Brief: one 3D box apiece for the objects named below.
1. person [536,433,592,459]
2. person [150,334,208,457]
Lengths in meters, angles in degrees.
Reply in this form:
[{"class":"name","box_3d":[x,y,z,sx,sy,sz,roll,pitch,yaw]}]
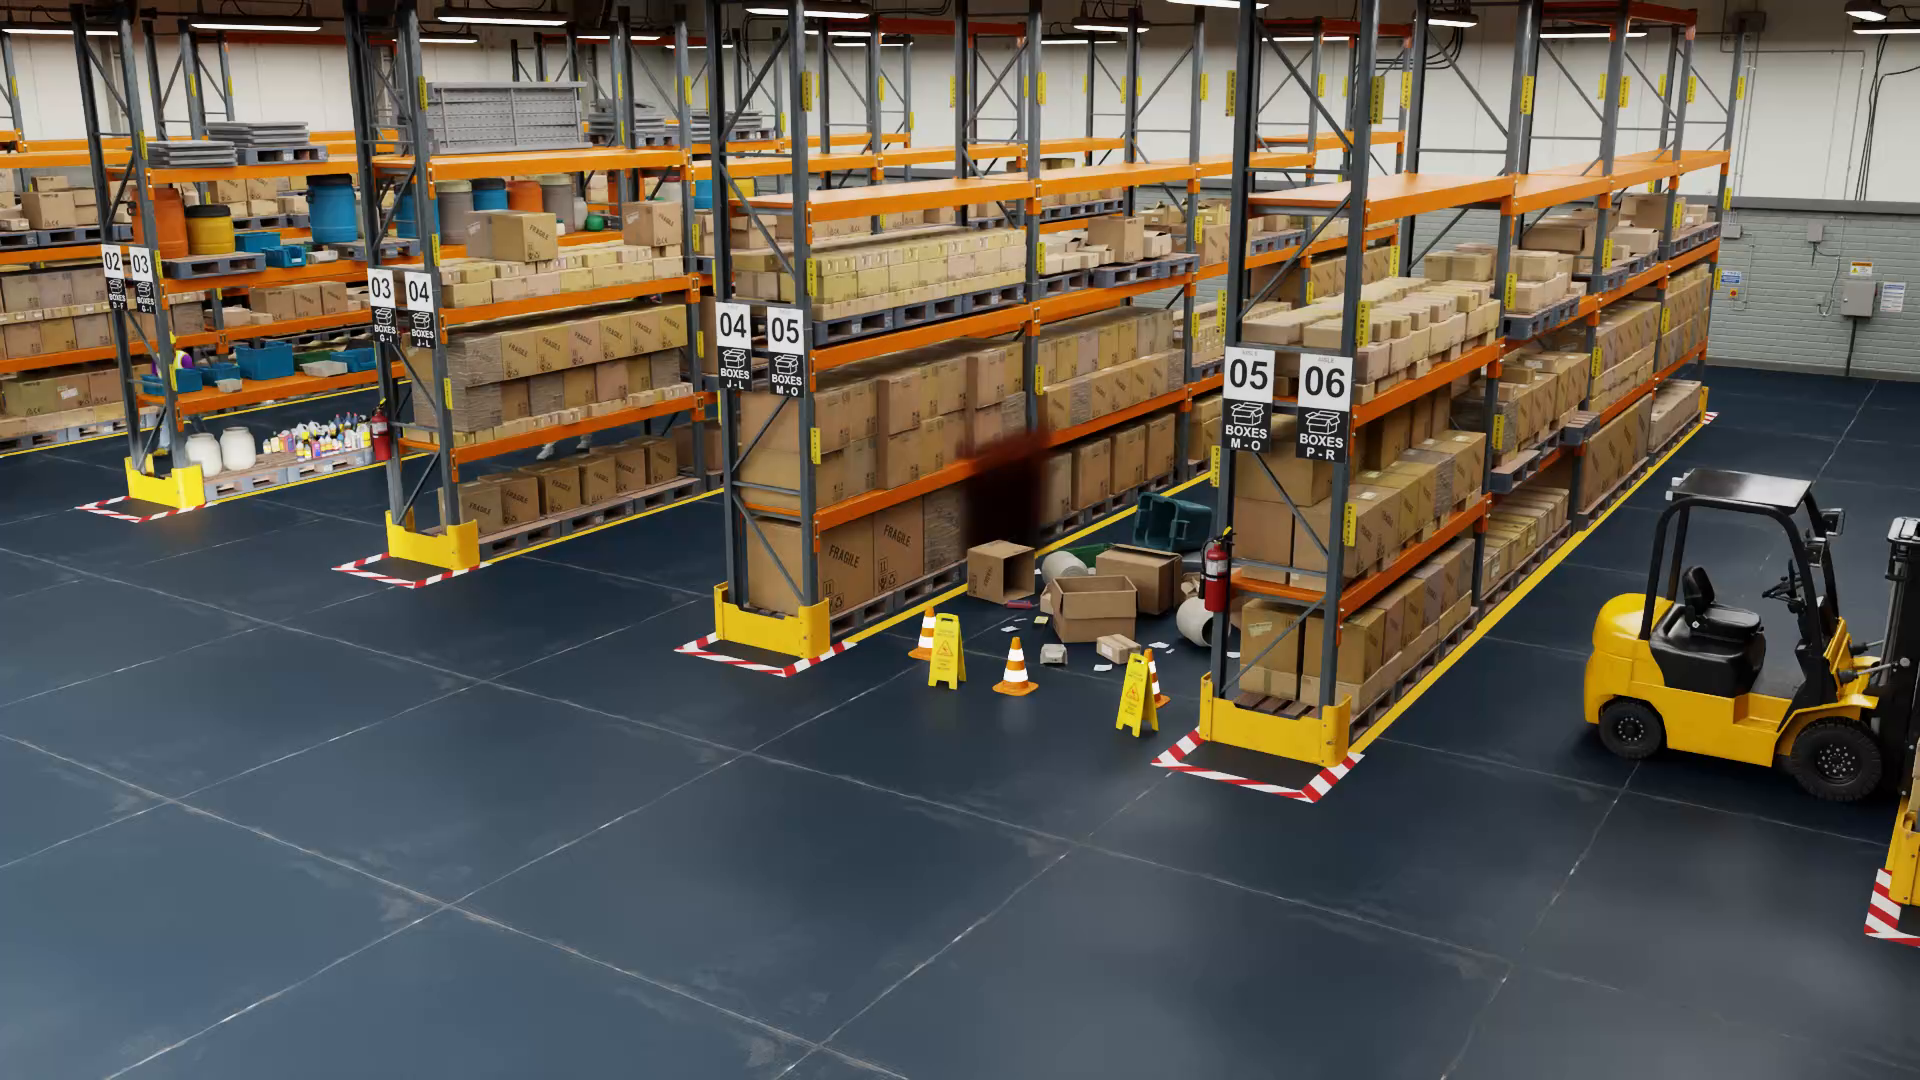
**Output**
[{"class":"person","box_3d":[-5.550,-2.065,23.306,0.644,1.739,0.982,5,16,19]},{"class":"person","box_3d":[-11.058,-2.075,23.415,0.652,1.703,1.121,1,16,5]}]
